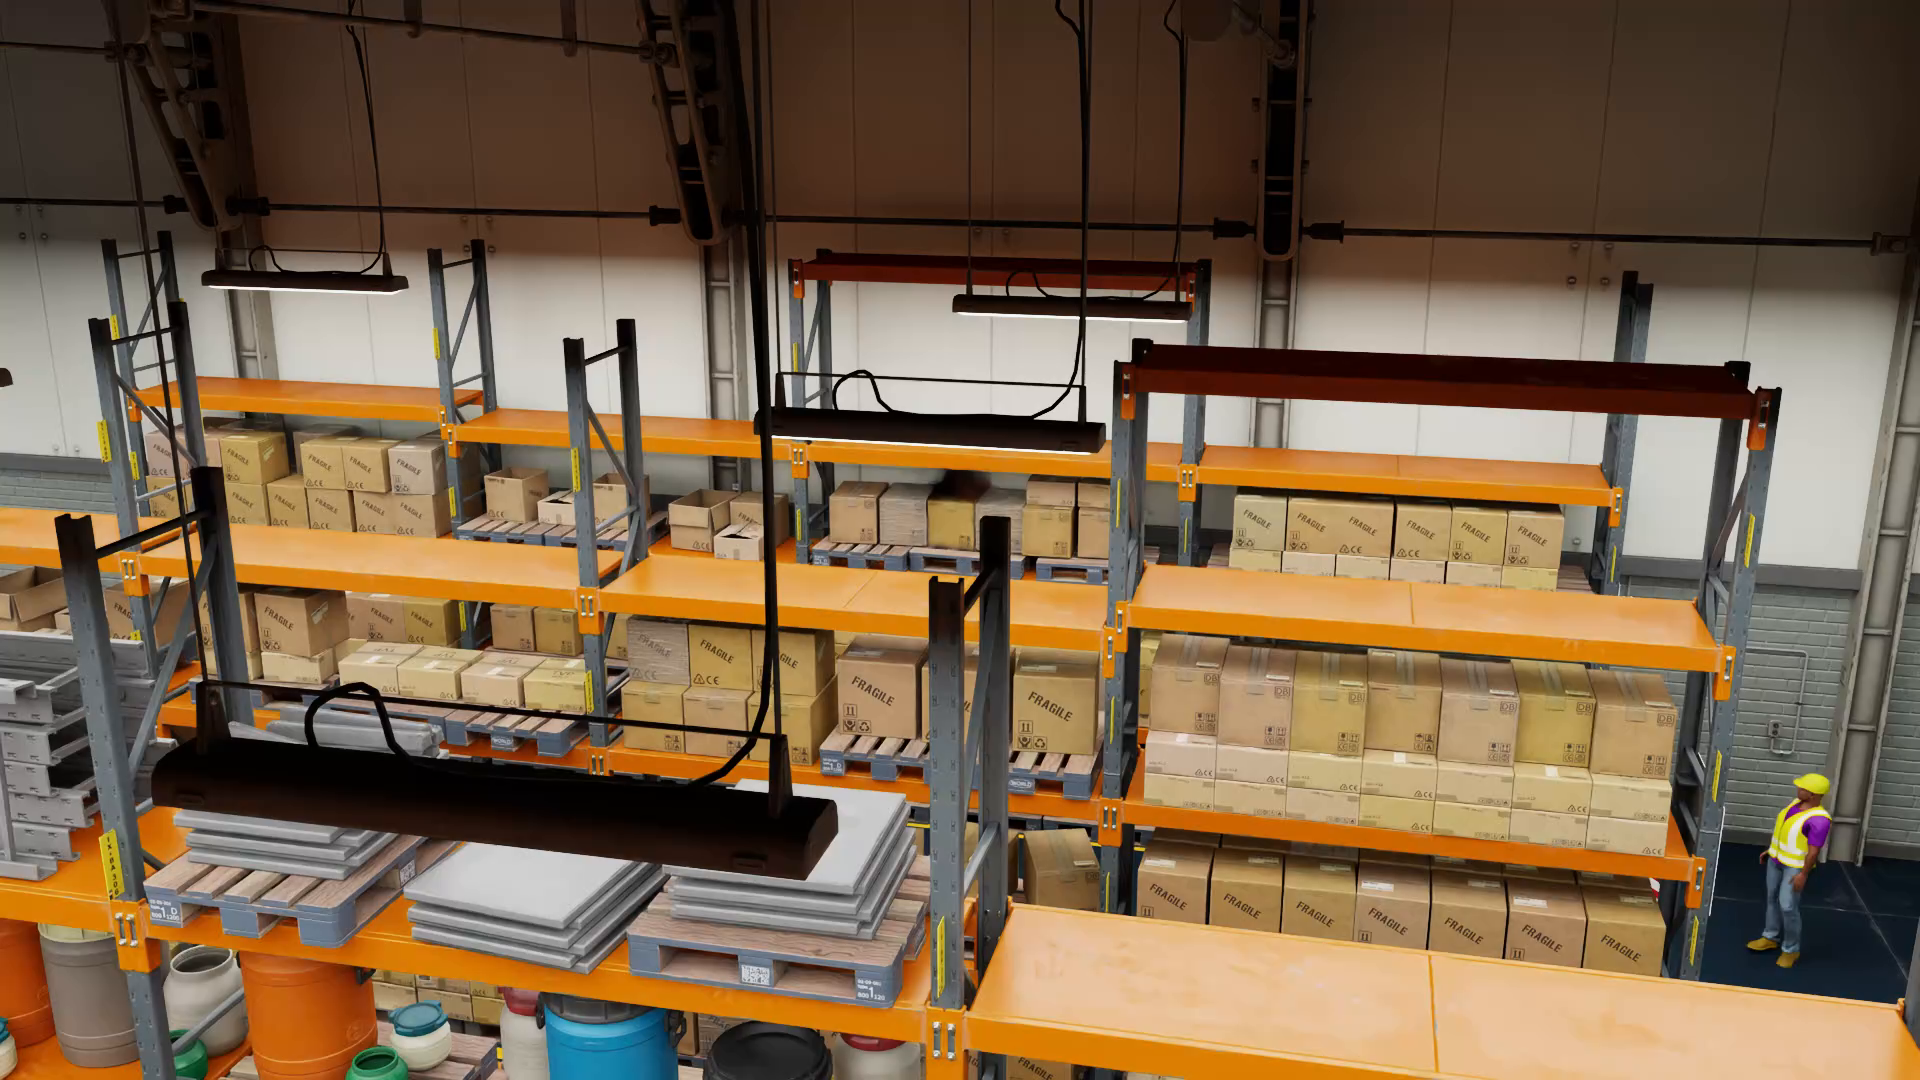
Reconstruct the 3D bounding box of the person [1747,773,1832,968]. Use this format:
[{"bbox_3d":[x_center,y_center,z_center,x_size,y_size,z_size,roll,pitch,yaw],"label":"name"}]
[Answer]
[{"bbox_3d":[7.554,2.979,15.169,0.538,1.839,0.608,-3,17,-12],"label":"person"}]
